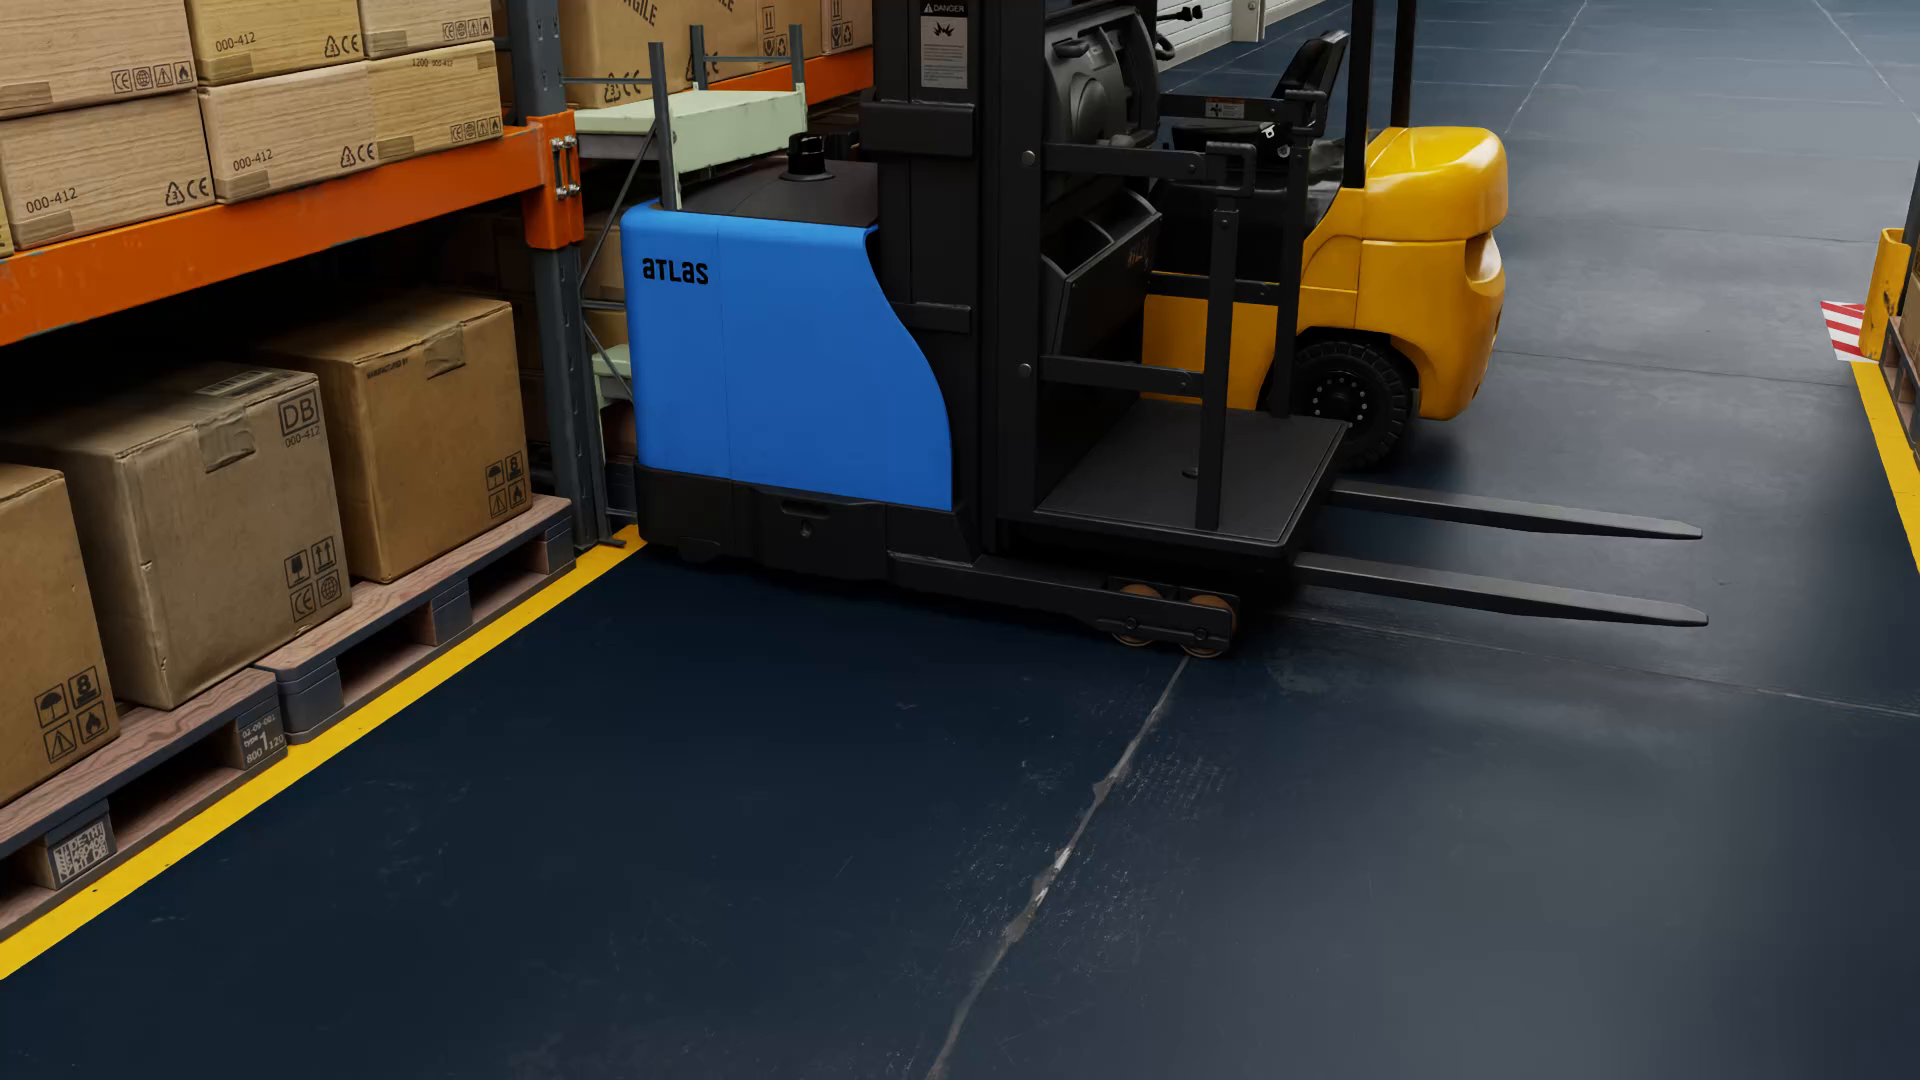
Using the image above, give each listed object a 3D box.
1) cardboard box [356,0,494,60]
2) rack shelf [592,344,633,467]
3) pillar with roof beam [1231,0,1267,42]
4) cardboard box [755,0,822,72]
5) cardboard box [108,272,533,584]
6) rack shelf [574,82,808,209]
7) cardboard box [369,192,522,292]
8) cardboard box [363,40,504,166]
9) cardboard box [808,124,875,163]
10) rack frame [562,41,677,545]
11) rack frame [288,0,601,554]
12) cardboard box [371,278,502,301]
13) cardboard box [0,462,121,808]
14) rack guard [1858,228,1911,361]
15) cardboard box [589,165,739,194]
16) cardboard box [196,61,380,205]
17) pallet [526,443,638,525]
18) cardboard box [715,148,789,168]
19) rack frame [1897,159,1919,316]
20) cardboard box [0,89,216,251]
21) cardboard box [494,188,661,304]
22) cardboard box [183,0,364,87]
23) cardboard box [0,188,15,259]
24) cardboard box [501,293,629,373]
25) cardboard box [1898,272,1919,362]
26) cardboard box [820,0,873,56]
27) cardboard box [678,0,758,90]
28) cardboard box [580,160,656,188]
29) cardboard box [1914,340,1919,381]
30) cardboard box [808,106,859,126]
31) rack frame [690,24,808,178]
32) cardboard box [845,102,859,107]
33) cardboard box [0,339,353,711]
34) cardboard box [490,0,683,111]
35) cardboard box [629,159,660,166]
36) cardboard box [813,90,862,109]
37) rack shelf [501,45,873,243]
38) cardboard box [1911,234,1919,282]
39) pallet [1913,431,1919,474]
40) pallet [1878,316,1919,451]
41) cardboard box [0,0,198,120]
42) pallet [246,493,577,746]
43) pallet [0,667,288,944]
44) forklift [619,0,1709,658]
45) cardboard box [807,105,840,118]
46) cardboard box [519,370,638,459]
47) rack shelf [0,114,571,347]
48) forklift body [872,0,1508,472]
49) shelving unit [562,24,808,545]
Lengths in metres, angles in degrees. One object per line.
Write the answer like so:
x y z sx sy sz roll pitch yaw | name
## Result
-1.551 -1.385 4.220 0.500 0.250 0.500 8 24 19 | cardboard box
-0.798 -0.490 5.284 0.431 0.370 0.720 8 22 25 | rack shelf
7.239 -9.193 15.584 9.100 9.000 0.400 9 24 20 | pillar with roof beam
-0.833 -1.973 5.953 0.500 0.500 0.500 9 24 20 | cardboard box
-1.789 -0.345 4.721 0.875 0.625 0.625 10 25 22 | cardboard box
-0.822 -1.161 5.036 0.431 0.370 0.720 8 22 25 | rack shelf
-1.602 -1.026 5.540 0.500 0.250 0.500 9 24 21 | cardboard box
-1.550 -1.149 4.303 0.500 0.250 0.500 9 24 21 | cardboard box
-0.559 -1.498 6.671 0.500 0.250 0.500 8 24 19 | cardboard box
-0.968 -0.676 4.865 0.400 1.500 0.023 8 22 25 | rack frame
-1.606 -1.436 4.795 1.000 3.000 0.127 9 24 20 | rack frame
-1.615 -0.795 5.635 0.500 0.250 0.500 8 24 19 | cardboard box
-2.362 0.200 3.414 0.875 0.625 0.625 8 24 18 | cardboard box
4.462 -0.977 6.941 1.175 0.500 0.348 9 24 20 | rack guard
-0.935 -1.132 5.793 0.500 0.250 0.500 9 24 20 | cardboard box
-1.731 -0.968 3.870 0.500 0.250 0.500 9 24 20 | cardboard box
-1.271 -0.428 6.000 1.003 0.211 1.213 9 24 20 | pallet
-0.761 -1.312 6.223 0.500 0.250 0.500 10 25 22 | cardboard box
4.490 -2.158 6.524 1.000 3.000 0.127 9 24 20 | rack frame
-1.944 -0.795 3.455 0.500 0.250 0.500 9 24 20 | cardboard box
-1.135 -0.950 5.359 0.500 0.250 0.500 8 24 19 | cardboard box
-1.735 -1.200 3.776 0.500 0.250 0.500 8 24 19 | cardboard box
-2.129 -0.609 3.011 0.500 0.250 0.500 10 25 22 | cardboard box
-1.139 -0.720 5.457 0.500 0.250 0.500 9 24 20 | cardboard box
3.934 -0.834 6.377 0.500 0.250 0.500 9 24 20 | cardboard box
-0.627 -2.150 6.377 0.500 0.500 0.500 9 24 20 | cardboard box
-1.020 -1.792 5.519 0.500 0.500 0.500 9 24 21 | cardboard box
-1.428 -1.209 5.979 0.500 0.250 0.500 8 24 19 | cardboard box
3.737 -0.652 5.942 0.500 0.250 0.500 10 25 22 | cardboard box
-0.364 -1.679 7.102 0.500 0.250 0.500 9 24 21 | cardboard box
-0.649 -0.915 5.478 0.400 1.500 0.023 8 22 25 | rack frame
-0.185 -1.861 7.538 0.500 0.250 0.500 9 24 21 | cardboard box
-2.084 -0.069 4.059 0.875 0.625 0.625 9 24 20 | cardboard box
-1.198 -1.603 5.067 0.500 0.500 0.500 8 24 19 | cardboard box
-1.228 -1.388 6.408 0.500 0.250 0.500 9 24 20 | cardboard box
-0.656 -1.929 7.702 0.500 0.250 0.500 9 24 20 | cardboard box
-0.863 -1.819 6.648 1.077 0.370 4.000 9 24 20 | rack shelf
3.925 -1.171 6.212 0.500 0.500 0.500 8 24 18 | cardboard box
3.673 -0.123 5.271 1.003 0.211 1.213 9 24 20 | pallet
4.127 -0.558 6.313 1.003 0.211 1.213 9 24 20 | pallet
-1.930 -1.018 3.341 0.500 0.250 0.500 9 24 21 | cardboard box
-1.843 0.120 4.688 1.003 0.211 1.213 9 24 20 | pallet
-2.295 0.558 3.640 1.003 0.211 1.213 9 24 20 | pallet
0.582 -1.266 4.477 3.031 2.935 1.130 8 24 19 | forklift
-0.852 -1.752 7.278 0.500 0.250 0.500 9 24 20 | cardboard box
-1.118 -0.486 5.545 0.500 0.250 0.500 9 24 21 | cardboard box
-2.348 -0.388 3.221 1.077 0.370 4.000 9 24 20 | rack shelf
0.870 -1.536 6.136 2.313 2.155 1.214 9 24 20 | forklift body
-0.809 -0.795 5.171 0.431 1.500 0.755 8 22 25 | shelving unit
